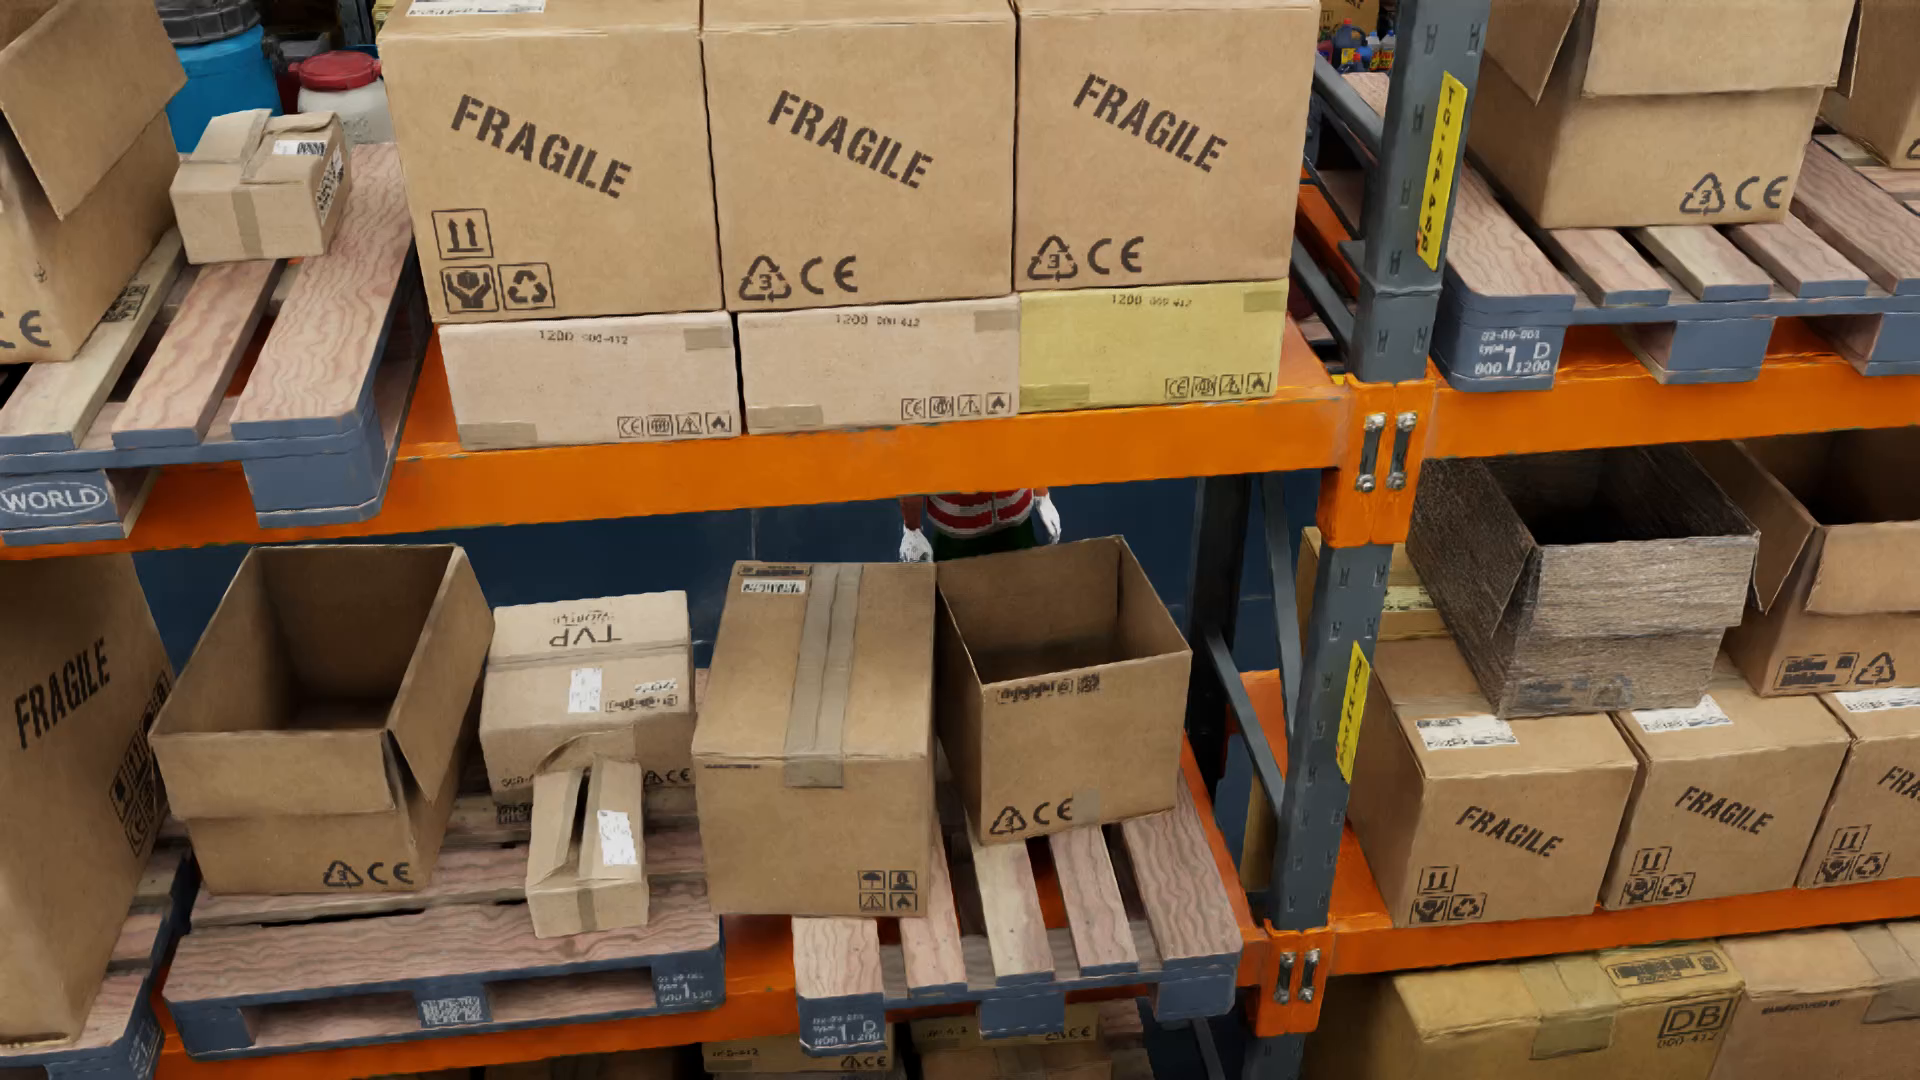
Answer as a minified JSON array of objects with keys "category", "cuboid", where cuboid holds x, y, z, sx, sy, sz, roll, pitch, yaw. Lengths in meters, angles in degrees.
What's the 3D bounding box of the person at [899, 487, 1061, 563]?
[{"category":"person","cuboid":[0.086,-0.046,6.134,0.620,1.794,0.465,-14,37,-19]}]
